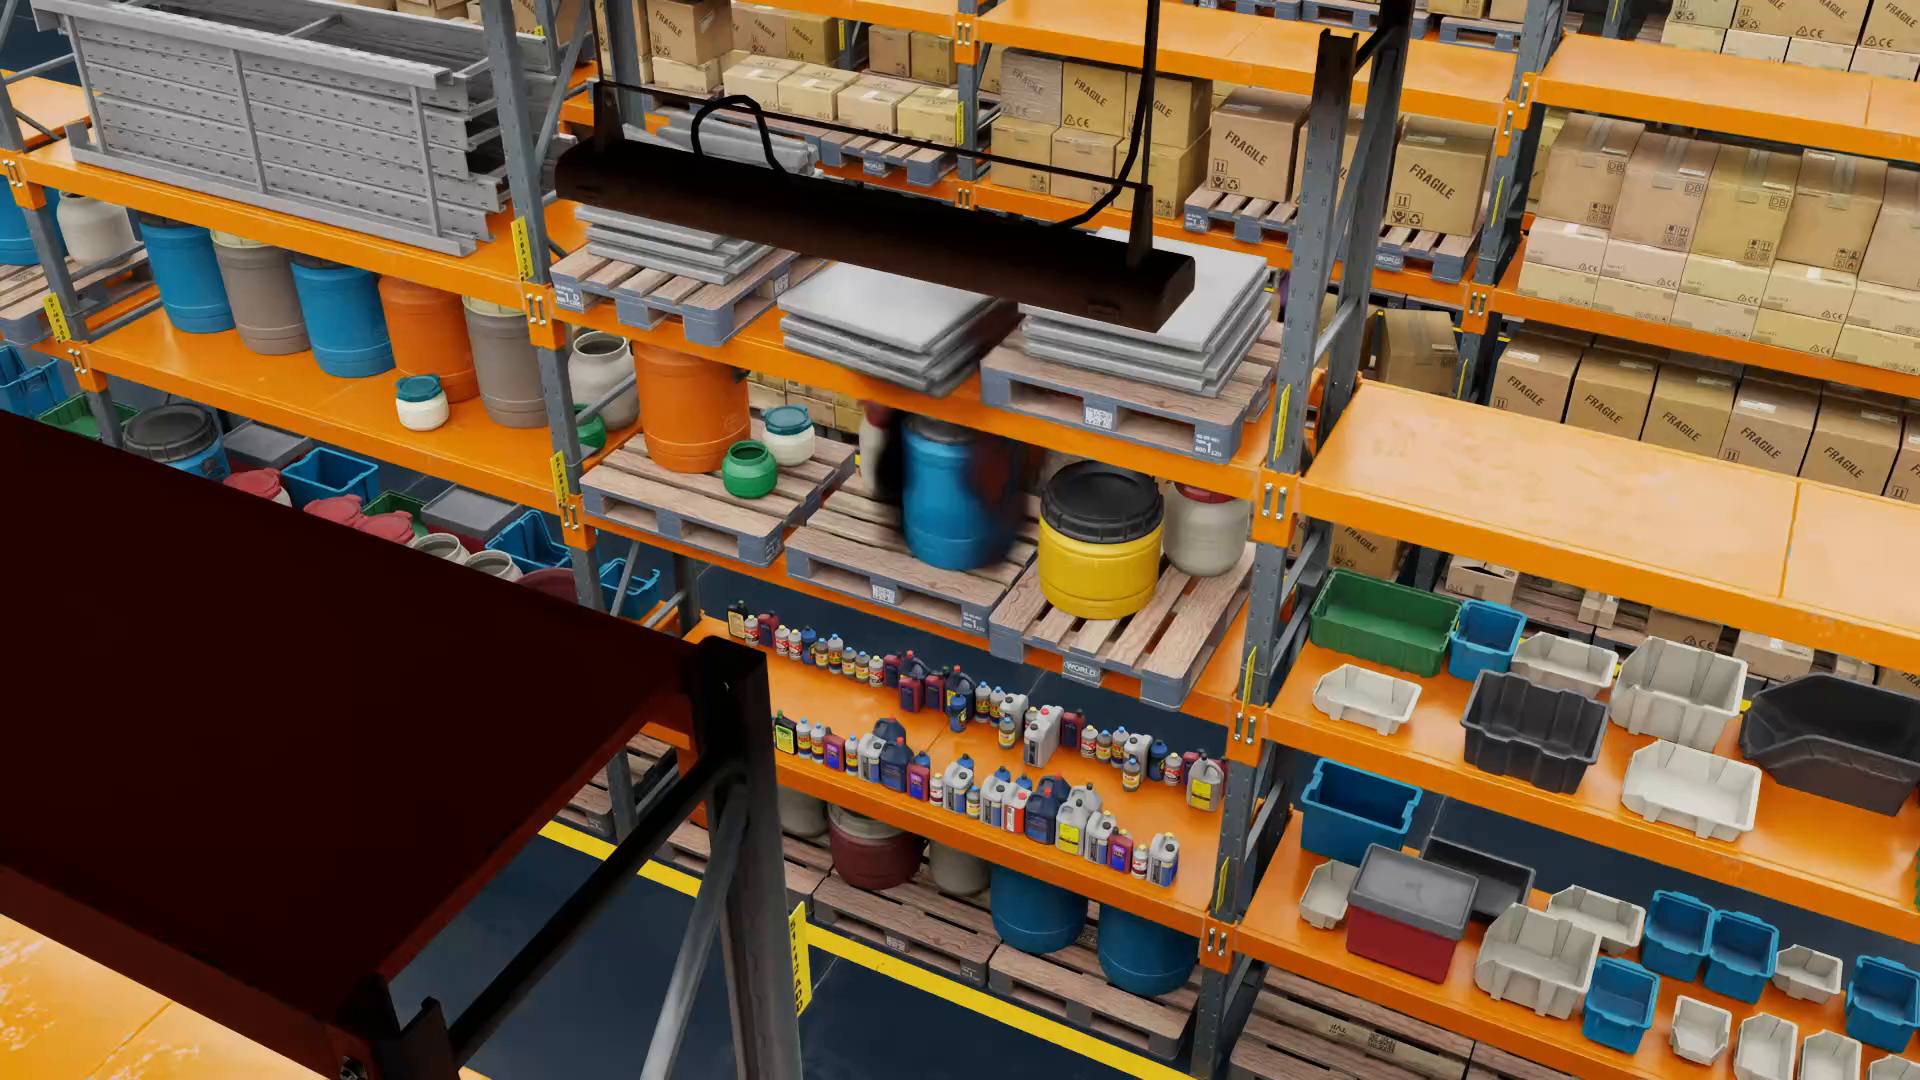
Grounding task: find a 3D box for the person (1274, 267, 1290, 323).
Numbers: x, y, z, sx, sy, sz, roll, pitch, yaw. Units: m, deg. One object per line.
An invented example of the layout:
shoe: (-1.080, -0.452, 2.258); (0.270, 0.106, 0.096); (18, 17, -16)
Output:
person: (3.144, -2.224, 15.653); (0.463, 1.612, 0.446); (-14, 37, -19)
